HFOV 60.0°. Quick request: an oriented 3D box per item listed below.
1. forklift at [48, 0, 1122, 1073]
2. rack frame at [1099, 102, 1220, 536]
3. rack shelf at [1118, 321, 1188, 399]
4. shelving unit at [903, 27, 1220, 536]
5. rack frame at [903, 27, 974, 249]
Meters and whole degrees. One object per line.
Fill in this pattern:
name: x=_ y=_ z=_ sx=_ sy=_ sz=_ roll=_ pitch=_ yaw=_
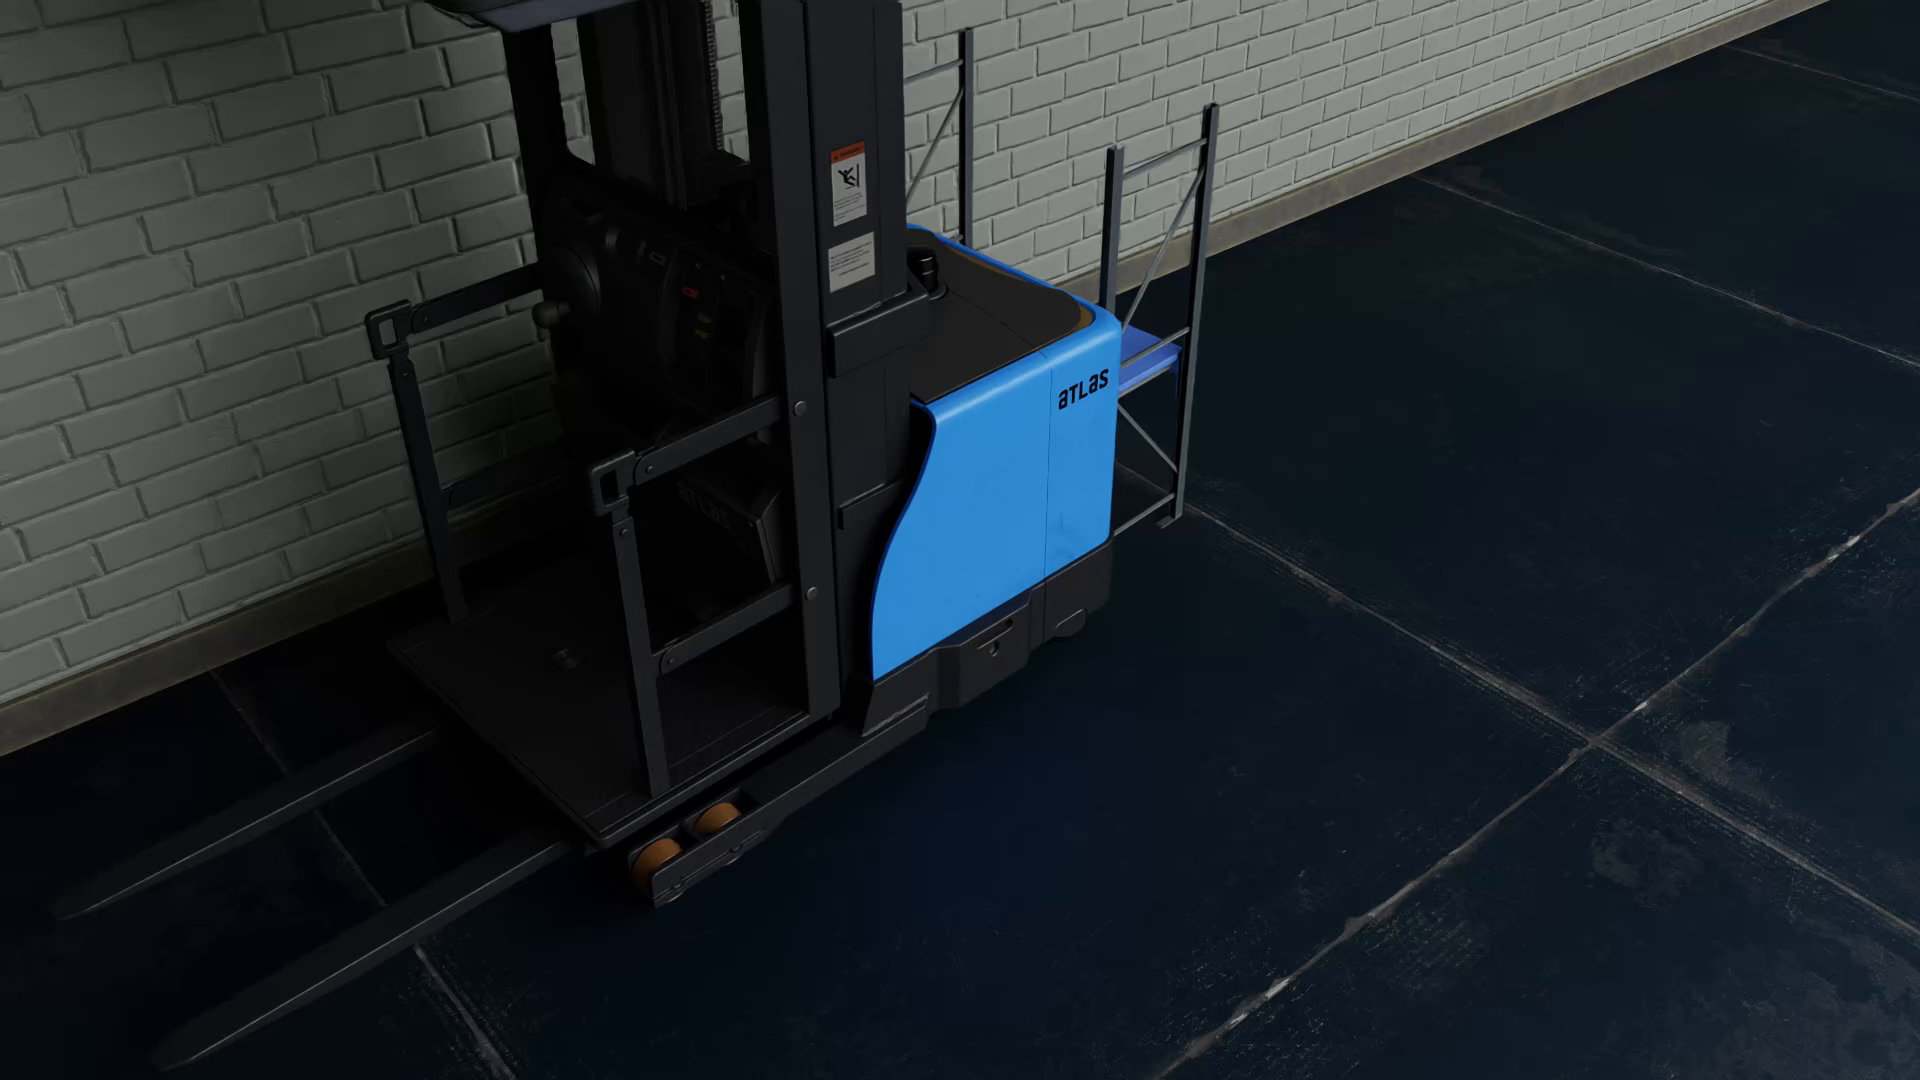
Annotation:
forklift: x=-0.923 y=-0.578 z=4.030 sx=3.031 sy=2.935 sz=1.130 roll=-29 pitch=45 yaw=-35
rack frame: x=0.600 y=-0.599 z=5.298 sx=0.032 sy=1.500 sz=0.500 roll=29 pitch=44 yaw=34
rack shelf: x=0.232 y=-0.655 z=5.688 sx=1.000 sy=0.185 sz=0.538 roll=29 pitch=44 yaw=34
shelving unit: x=0.232 y=-0.802 z=5.584 sx=1.048 sy=1.500 sz=0.538 roll=29 pitch=44 yaw=34
rack frame: x=-0.137 y=-1.004 z=5.870 sx=0.032 sy=1.500 sz=0.500 roll=29 pitch=44 yaw=34
